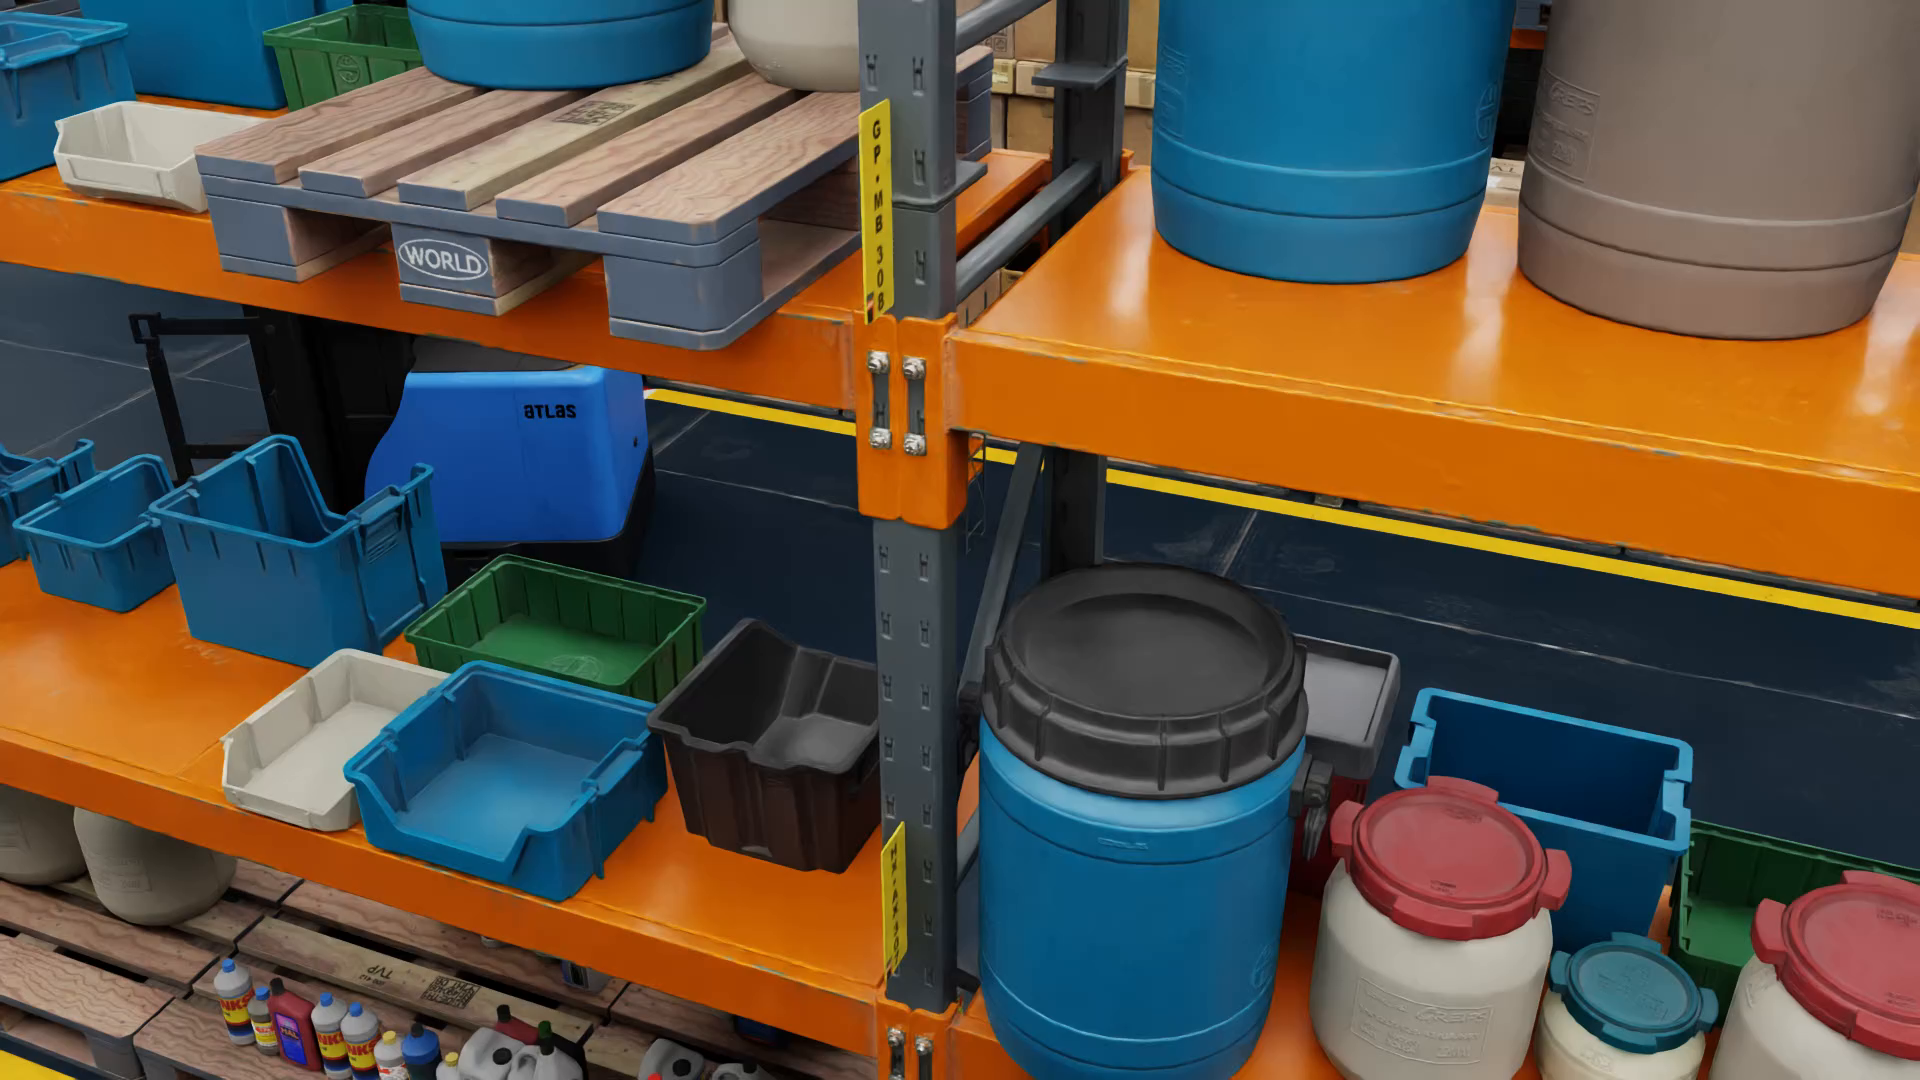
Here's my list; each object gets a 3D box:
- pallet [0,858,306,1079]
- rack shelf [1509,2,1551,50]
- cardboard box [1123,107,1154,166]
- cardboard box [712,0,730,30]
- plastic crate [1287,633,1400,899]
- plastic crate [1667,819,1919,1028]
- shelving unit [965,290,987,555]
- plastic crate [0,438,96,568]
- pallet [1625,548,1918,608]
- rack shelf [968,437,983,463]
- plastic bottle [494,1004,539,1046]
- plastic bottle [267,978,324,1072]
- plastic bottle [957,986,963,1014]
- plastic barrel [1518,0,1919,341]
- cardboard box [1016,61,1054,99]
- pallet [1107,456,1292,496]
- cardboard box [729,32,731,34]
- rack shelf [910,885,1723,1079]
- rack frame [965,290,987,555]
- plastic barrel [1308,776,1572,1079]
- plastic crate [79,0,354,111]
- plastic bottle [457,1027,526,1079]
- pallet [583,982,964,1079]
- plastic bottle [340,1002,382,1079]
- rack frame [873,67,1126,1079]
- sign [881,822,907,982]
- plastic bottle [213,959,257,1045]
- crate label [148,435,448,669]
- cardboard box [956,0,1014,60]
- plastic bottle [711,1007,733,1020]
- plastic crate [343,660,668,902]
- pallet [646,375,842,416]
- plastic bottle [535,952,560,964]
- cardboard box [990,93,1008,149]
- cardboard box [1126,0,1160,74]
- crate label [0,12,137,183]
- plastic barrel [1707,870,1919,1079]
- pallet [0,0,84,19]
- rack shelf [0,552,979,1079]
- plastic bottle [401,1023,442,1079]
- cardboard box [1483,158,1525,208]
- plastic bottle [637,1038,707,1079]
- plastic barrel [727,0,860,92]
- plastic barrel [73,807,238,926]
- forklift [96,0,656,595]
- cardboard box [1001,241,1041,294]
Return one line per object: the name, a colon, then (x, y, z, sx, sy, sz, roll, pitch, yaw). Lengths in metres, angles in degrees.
pallet: (-2.776, 1.187, 5.435, 1.213, 0.211, 1.003, 11, 31, 19)
rack shelf: (5.670, -3.266, 11.211, 4.000, 0.370, 1.077, 11, 31, 19)
cardboard box: (1.053, -1.907, 7.975, 0.500, 0.500, 0.700, 11, 31, 19)
cardboard box: (-1.272, -2.936, 8.477, 0.500, 0.500, 0.700, 11, 31, 19)
plastic crate: (0.655, 0.490, 3.770, 0.583, 0.464, 0.402, 11, 31, 19)
plastic crate: (1.811, 0.853, 3.407, 0.662, 0.188, 0.450, 11, 31, 19)
shelving unit: (-0.013, -0.525, 7.459, 0.189, 1.200, 0.258, 11, 31, 19)
plastic crate: (-3.039, -0.151, 5.121, 0.616, 0.251, 0.499, 11, 31, 19)
pallet: (3.789, -0.133, 7.770, 1.213, 0.211, 1.003, 11, 31, 19)
rack shelf: (-0.013, -0.382, 7.540, 0.180, 0.103, 0.258, 11, 31, 19)
plastic bottle: (-1.200, 1.395, 4.547, 0.133, 0.283, 0.061, 11, 31, 19)
plastic bottle: (-1.849, 1.346, 4.633, 0.133, 0.283, 0.061, 12, 32, 20)
plastic bottle: (-0.039, 1.305, 4.718, 0.097, 0.271, 0.097, 0, 29, 0)
plastic barrel: (1.250, -0.840, 2.630, 0.600, 0.901, 0.600, 0, 29, 0)
cardboard box: (0.449, -2.204, 7.841, 0.250, 0.149, 0.380, 12, 32, 21)
pallet: (1.236, -0.642, 8.672, 1.213, 0.211, 1.003, 11, 31, 19)
cardboard box: (-0.990, -2.491, 8.348, 0.250, 0.149, 0.380, 11, 31, 19)
rack shelf: (1.945, 1.251, 3.220, 4.000, 0.370, 1.077, 11, 31, 19)
rack frame: (0.071, -0.508, 7.430, 0.006, 1.200, 0.240, 11, 31, 19)
plastic barrel: (0.896, 0.786, 3.174, 0.433, 0.535, 0.433, 0, 29, 0)
plastic crate: (-1.735, -1.256, 3.891, 0.575, 0.384, 0.392, 11, 31, 19)
plastic bottle: (-1.240, 1.447, 4.462, 0.135, 0.276, 0.152, 12, 32, 20)
pallet: (-0.515, 1.638, 4.637, 1.213, 0.211, 1.003, 11, 31, 19)
plastic bottle: (-1.642, 1.383, 4.580, 0.097, 0.271, 0.097, 0, 29, 0)
rack frame: (0.092, 0.568, 3.697, 0.127, 3.000, 1.000, 11, 31, 19)
sign: (-0.126, 0.696, 3.189, 0.005, 0.325, 0.100, 11, 31, 19)
plastic bottle: (-2.052, 1.301, 4.725, 0.097, 0.271, 0.097, 0, 29, 0)
crate label: (-1.808, 0.029, 4.613, 0.616, 0.435, 0.502, 11, 31, 19)
cardboard box: (0.149, -2.656, 7.981, 0.500, 0.500, 0.700, 11, 31, 19)
plastic bottle: (-0.680, 1.254, 4.809, 0.097, 0.271, 0.097, 0, 29, 0)
plastic crate: (-1.036, 0.552, 3.877, 0.616, 0.251, 0.499, 11, 31, 19)
pallet: (-1.025, -1.094, 9.471, 1.213, 0.211, 1.003, 11, 31, 19)
plastic bottle: (-1.246, 1.171, 5.027, 0.097, 0.201, 0.097, 0, 29, 0)
cardboard box: (0.114, -2.096, 8.309, 0.500, 0.500, 0.700, 12, 32, 21)
cardboard box: (1.075, -2.471, 7.652, 0.500, 0.500, 0.700, 11, 31, 19)
crate label: (-2.005, -0.916, 3.426, 0.408, 0.251, 0.502, 11, 31, 19)
plastic barrel: (1.575, 0.921, 2.934, 0.433, 0.535, 0.433, 0, 29, 0)
pallet: (-2.885, -1.198, 3.965, 1.213, 0.211, 1.003, 11, 31, 19)
rack shelf: (-1.762, 0.511, 4.529, 4.000, 0.370, 1.077, 11, 31, 19)
plastic bottle: (-1.454, 1.421, 4.513, 0.097, 0.271, 0.097, 0, 29, 0)
cardboard box: (2.430, -1.554, 7.603, 0.500, 0.250, 0.500, 13, 32, 22)
plastic bottle: (-0.759, 1.467, 4.428, 0.135, 0.276, 0.152, 11, 31, 19)
plastic barrel: (-0.234, -1.139, 3.128, 0.421, 0.512, 0.421, 0, 29, 0)
plastic barrel: (-2.512, 0.908, 5.197, 0.421, 0.512, 0.421, 0, 29, 0)
forklift: (-2.975, -1.238, 6.961, 3.031, 2.935, 1.130, -1, 29, -1)
cardboard box: (0.522, -1.177, 8.390, 0.500, 0.500, 0.500, 11, 31, 19)
